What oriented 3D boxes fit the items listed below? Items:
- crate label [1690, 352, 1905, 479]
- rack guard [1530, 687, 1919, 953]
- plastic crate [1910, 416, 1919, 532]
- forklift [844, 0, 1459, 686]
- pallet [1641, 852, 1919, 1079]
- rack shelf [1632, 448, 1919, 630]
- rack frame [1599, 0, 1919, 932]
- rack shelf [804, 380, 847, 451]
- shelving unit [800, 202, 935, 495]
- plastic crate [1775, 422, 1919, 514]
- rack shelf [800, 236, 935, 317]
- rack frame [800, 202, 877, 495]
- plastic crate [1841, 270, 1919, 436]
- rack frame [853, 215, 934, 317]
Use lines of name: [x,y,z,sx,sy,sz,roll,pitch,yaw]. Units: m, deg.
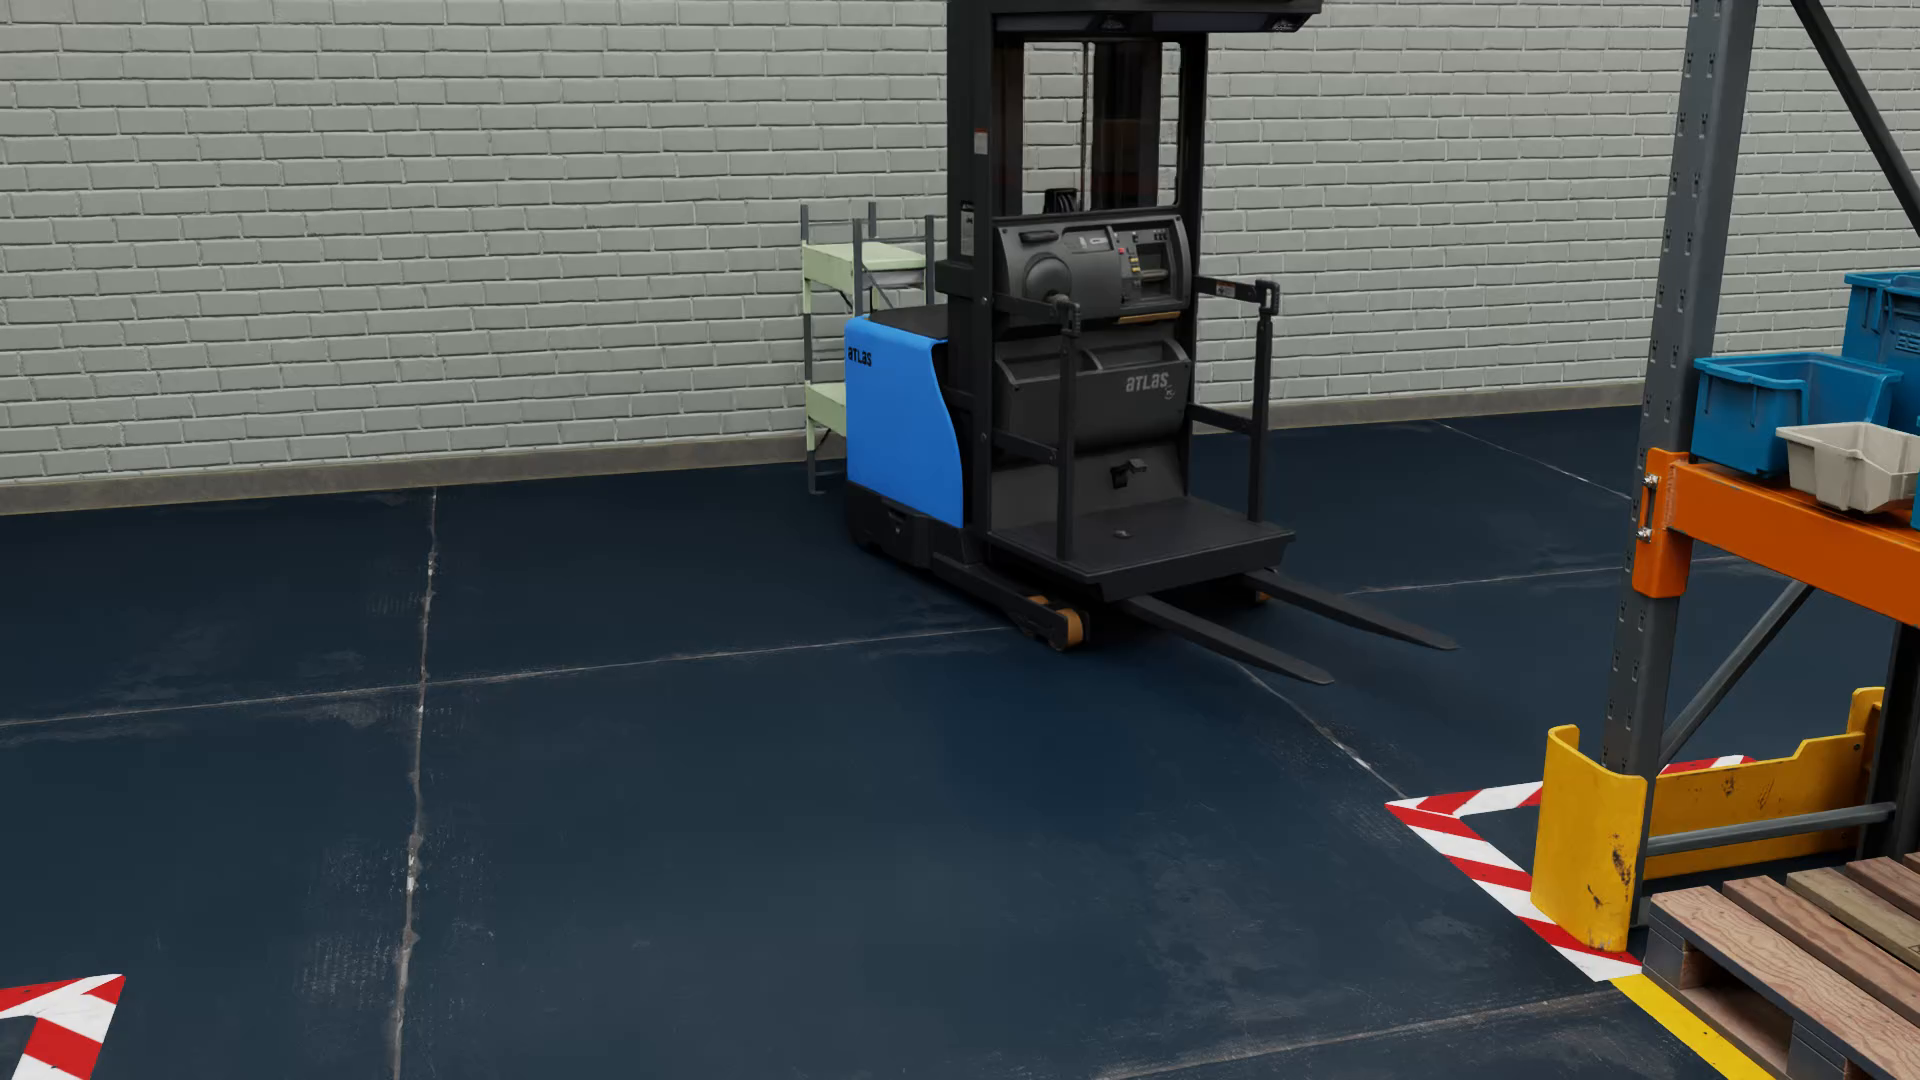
crate label: [1.948,-0.293,3.900,0.416,0.233,0.303,-5,17,-15]
rack guard: [2.177,0.753,4.577,1.175,0.500,0.348,-5,17,-15]
plastic crate: [2.129,-0.111,3.294,0.416,0.233,0.300,-5,17,-15]
forklift: [0.674,-1.124,6.601,1.130,2.935,3.031,-11,20,-31]
pallet: [2.386,1.128,3.830,1.003,0.211,1.213,-5,17,-15]
rack shelf: [2.746,0.459,2.460,1.077,0.370,4.000,-5,17,-15]
rack frame: [2.196,-0.439,4.198,1.000,3.000,0.127,-5,17,-15]
rack shelf: [-0.463,-0.577,8.398,0.431,0.370,0.720,-8,18,-24]
shelving unit: [-0.463,-0.889,8.304,0.431,1.500,0.755,-8,18,-24]
plastic crate: [1.956,-0.152,3.597,0.250,0.136,0.298,-5,17,-15]
rack shelf: [-0.463,-1.263,8.191,0.431,0.370,0.720,-8,18,-24]
rack frame: [-0.615,-0.984,8.622,0.400,1.500,0.023,-8,18,-24]
plastic crate: [2.468,-0.406,3.925,0.616,0.435,0.499,-5,17,-15]
rack frame: [-0.310,-0.793,7.985,0.400,1.500,0.023,-8,18,-24]
